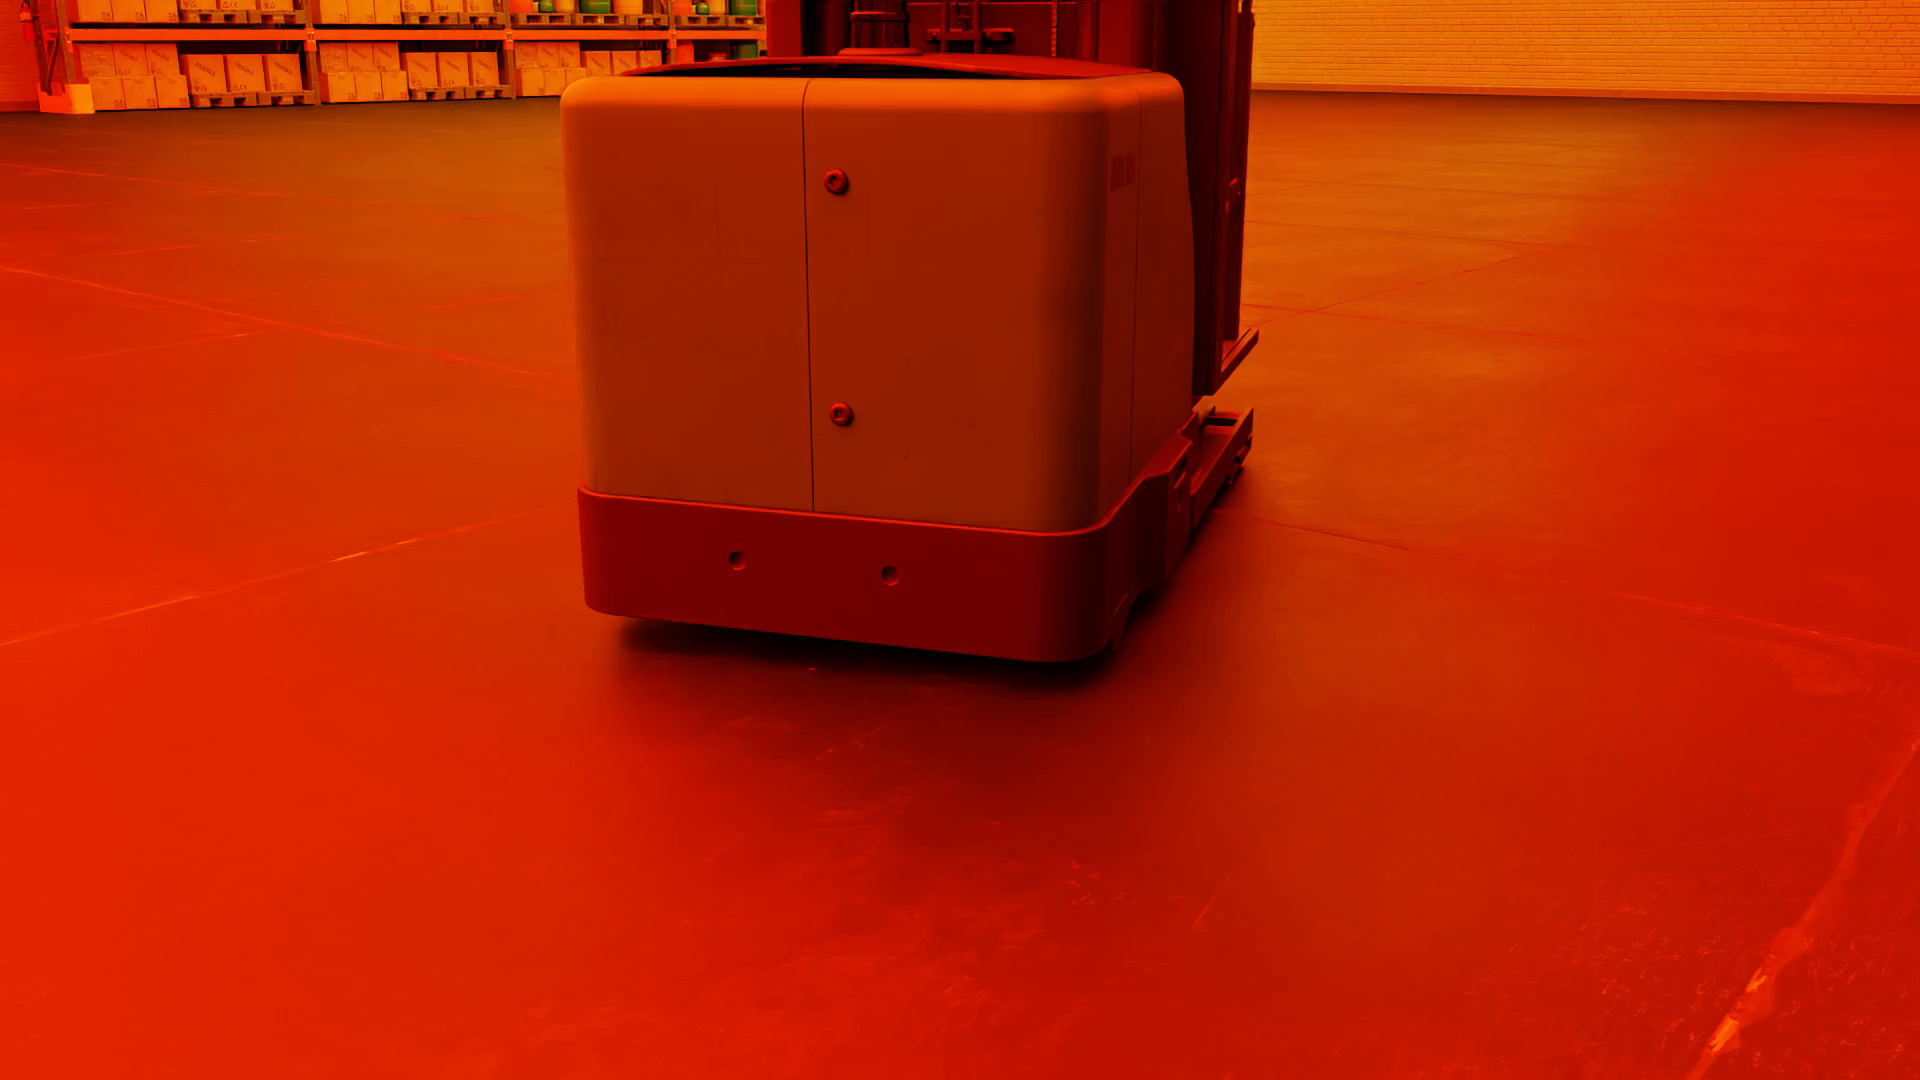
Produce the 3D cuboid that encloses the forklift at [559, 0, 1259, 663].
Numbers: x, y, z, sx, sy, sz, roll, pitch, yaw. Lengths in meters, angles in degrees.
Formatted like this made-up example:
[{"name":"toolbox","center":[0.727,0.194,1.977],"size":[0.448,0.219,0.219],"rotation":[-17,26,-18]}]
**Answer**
[{"name":"forklift","center":[0.182,-1.571,4.072],"size":[1.130,2.935,3.031],"rotation":[5,18,17]}]
